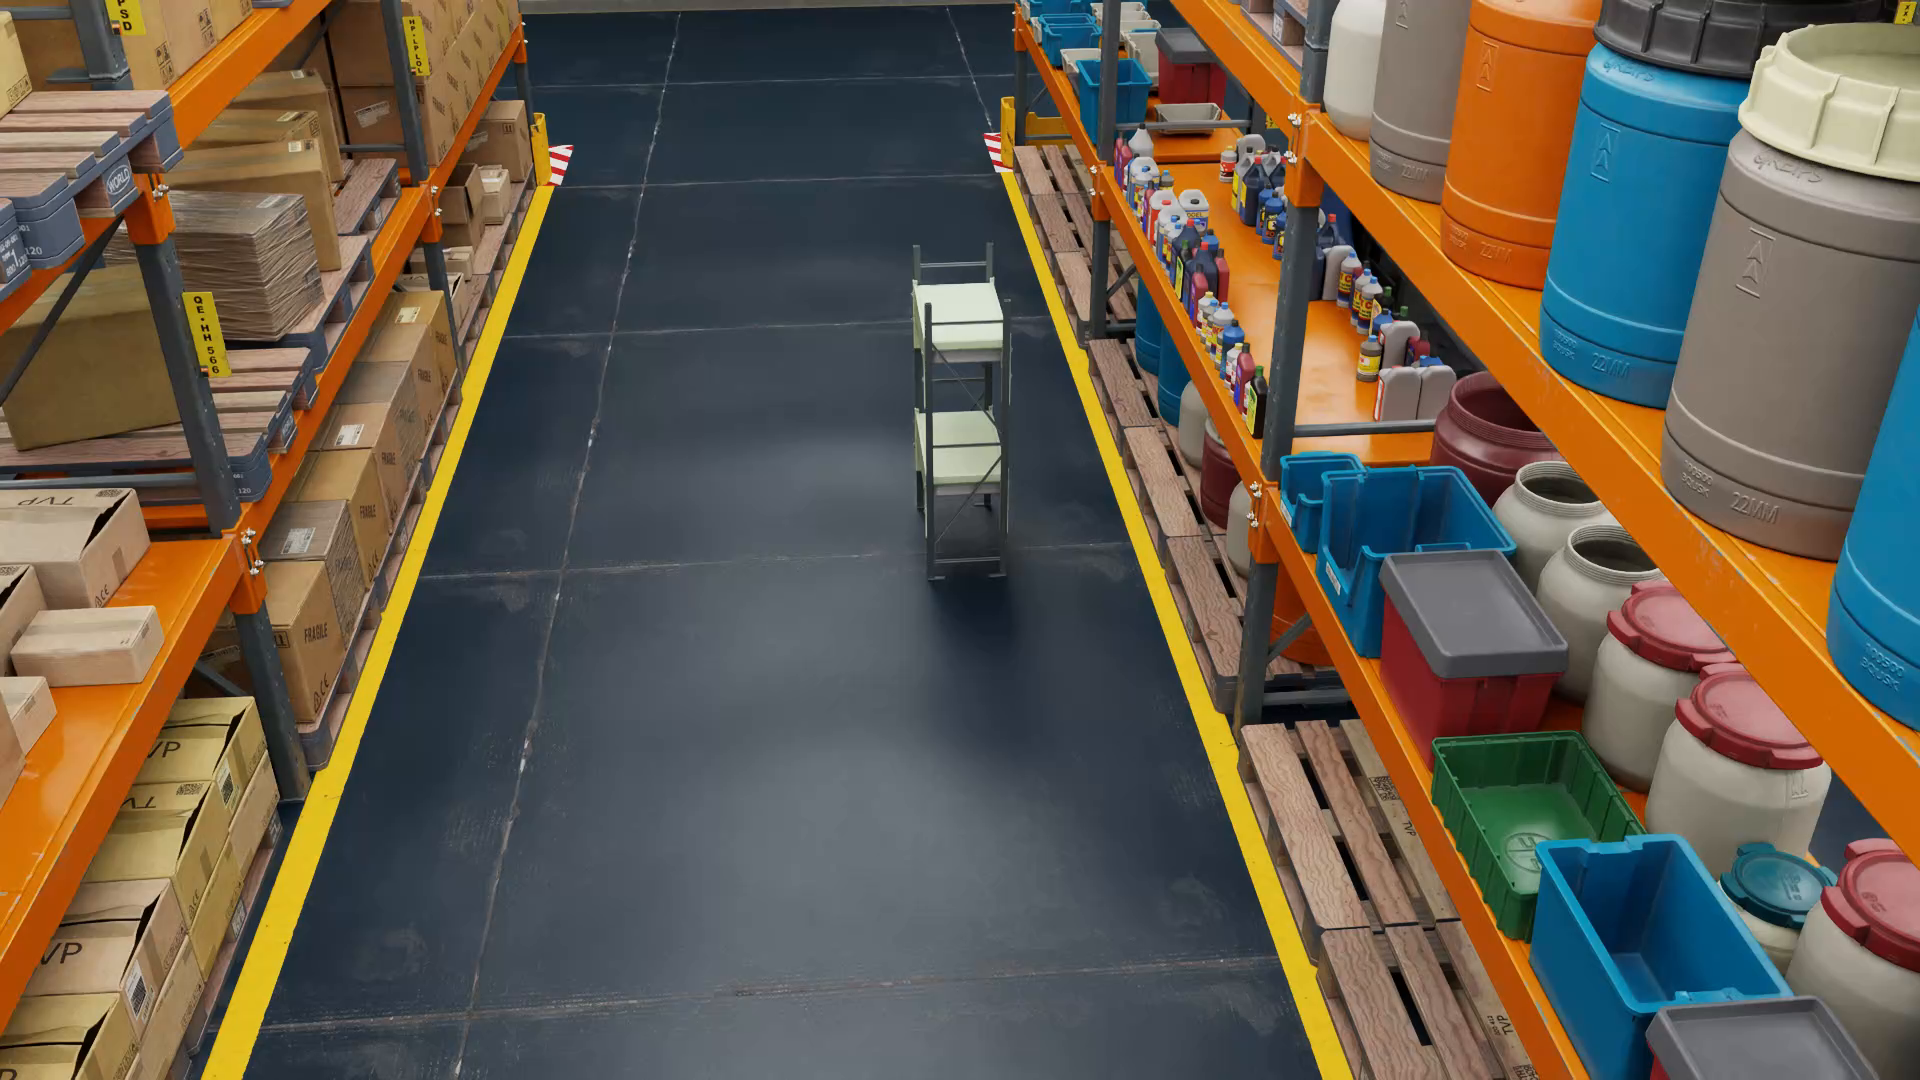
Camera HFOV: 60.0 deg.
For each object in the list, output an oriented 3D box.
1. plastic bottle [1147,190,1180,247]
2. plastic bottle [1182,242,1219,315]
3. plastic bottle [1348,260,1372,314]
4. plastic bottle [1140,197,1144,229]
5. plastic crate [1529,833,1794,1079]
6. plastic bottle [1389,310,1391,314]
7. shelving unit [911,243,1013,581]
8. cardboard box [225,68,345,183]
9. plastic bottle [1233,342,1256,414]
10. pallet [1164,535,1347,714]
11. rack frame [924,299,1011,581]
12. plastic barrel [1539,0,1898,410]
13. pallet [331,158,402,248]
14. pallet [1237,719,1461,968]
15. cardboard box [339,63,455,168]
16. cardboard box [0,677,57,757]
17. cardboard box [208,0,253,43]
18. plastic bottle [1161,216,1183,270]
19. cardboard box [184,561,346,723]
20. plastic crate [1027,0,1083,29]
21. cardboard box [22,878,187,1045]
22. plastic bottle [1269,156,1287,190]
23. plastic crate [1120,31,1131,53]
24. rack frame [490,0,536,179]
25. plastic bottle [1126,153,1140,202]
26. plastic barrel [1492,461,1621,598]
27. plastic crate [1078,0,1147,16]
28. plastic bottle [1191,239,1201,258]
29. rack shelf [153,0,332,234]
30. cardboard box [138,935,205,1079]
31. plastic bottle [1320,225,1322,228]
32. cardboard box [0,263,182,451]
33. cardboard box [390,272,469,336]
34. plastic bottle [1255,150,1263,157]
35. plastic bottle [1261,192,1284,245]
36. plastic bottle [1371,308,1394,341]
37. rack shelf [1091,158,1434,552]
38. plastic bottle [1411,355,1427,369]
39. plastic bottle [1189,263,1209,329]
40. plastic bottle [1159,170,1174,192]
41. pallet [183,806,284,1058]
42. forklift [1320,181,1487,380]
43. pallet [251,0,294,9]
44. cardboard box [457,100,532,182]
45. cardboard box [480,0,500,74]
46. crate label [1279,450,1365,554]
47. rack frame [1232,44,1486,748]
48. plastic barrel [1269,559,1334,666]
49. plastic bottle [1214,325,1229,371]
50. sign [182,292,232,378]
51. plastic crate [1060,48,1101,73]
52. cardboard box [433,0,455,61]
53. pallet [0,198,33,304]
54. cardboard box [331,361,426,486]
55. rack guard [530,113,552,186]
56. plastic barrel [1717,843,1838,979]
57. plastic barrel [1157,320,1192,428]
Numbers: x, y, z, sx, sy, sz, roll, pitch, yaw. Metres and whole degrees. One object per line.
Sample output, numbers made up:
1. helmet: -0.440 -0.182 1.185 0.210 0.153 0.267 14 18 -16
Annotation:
1. plastic bottle: 1.079 -1.699 8.791 0.152 0.276 0.135 -3 31 -5
2. plastic bottle: 1.160 -1.270 7.998 0.144 0.351 0.185 -3 31 -5
3. plastic bottle: 1.921 -1.216 7.975 0.061 0.283 0.133 -3 31 -5
4. plastic bottle: 1.029 -1.793 9.021 0.097 0.201 0.097 0 31 0
5. plastic crate: 1.663 1.063 4.061 0.392 0.384 0.575 -3 31 -5
6. plastic bottle: 1.945 -0.954 7.615 0.097 0.201 0.097 0 31 0
7. shelving unit: 0.001 -0.640 8.360 0.431 1.500 0.755 -3 31 -5
8. cardboard box: -3.782 -2.215 9.027 0.700 0.500 0.500 -13 33 -21
9. plastic bottle: 1.218 -0.692 7.097 0.061 0.283 0.133 -3 31 -5
10. pallet: 1.587 0.359 7.943 1.003 0.211 1.213 -3 31 -5
11. rack frame: 0.035 -0.454 8.047 0.400 1.500 0.023 -3 31 -5
12. plastic barrel: 1.690 -0.816 3.776 0.600 0.901 0.708 -3 31 -5
13. pallet: -3.637 -1.749 8.940 1.003 0.211 1.213 -3 31 -5
14. pallet: 1.736 1.157 6.608 1.003 0.211 1.213 -3 31 -5
15. cardboard box: -3.380 -2.561 10.015 0.500 0.500 0.500 -2 31 -3
16. cardboard box: -3.054 0.554 5.143 0.380 0.149 0.250 -1 31 -1
17. cardboard box: -3.400 -2.280 6.619 0.910 0.500 0.500 -3 31 -5
18. plastic bottle: 1.085 -1.519 8.493 0.097 0.271 0.097 0 31 0
19. cardboard box: -2.987 0.436 7.104 0.500 0.500 0.500 -1 31 -2
20. plastic crate: 0.712 -3.998 12.623 0.416 0.233 0.300 -3 31 -5
21. cardboard box: -2.836 1.336 5.314 0.500 0.311 0.500 -3 31 -5
22. plastic bottle: 1.758 -1.911 9.072 0.144 0.351 0.185 -3 31 -5
23. plastic crate: 1.321 -3.587 12.029 0.298 0.136 0.250 -3 31 -5
24. rack frame: -3.977 -4.287 13.002 1.000 3.000 0.127 -3 31 -5
25. plastic bottle: 0.989 -2.041 9.368 0.097 0.271 0.097 0 31 0
26. plastic barrel: 2.011 0.029 5.667 0.421 0.512 0.421 0 31 0
27. plastic crate: 1.172 -4.401 13.100 0.616 0.435 0.499 -3 31 -5
28. plastic bottle: 1.164 -1.323 8.153 0.061 0.283 0.133 -3 31 -5
29. rack shelf: -3.416 -2.202 7.288 1.077 0.370 4.000 -3 31 -5
30. cardboard box: -2.842 1.575 5.461 0.500 0.250 0.500 -2 31 -3
31. plastic bottle: 1.841 -1.520 8.563 0.097 0.201 0.097 0 31 0
32. cardboard box: -3.401 -0.742 6.560 0.700 0.500 0.500 -13 33 -21
33. cardboard box: -3.427 -1.504 10.536 0.500 0.311 0.500 -3 31 -5
34. plastic bottle: 1.726 -2.151 9.620 0.097 0.201 0.097 0 31 0
35. plastic bottle: 1.659 -1.711 8.815 0.097 0.271 0.097 0 31 0
36. plastic bottle: 1.897 -0.913 7.479 0.097 0.271 0.097 0 31 0
37. rack shelf: 1.516 -1.150 8.452 1.077 0.370 4.000 -3 31 -5
38. plastic bottle: 1.991 -0.699 7.189 0.097 0.201 0.097 0 31 0
39. plastic bottle: 1.133 -1.157 7.876 0.061 0.283 0.133 -3 31 -5
40. plastic bottle: 1.149 -1.969 9.315 0.097 0.201 0.097 0 31 0
41. pallet: -3.191 1.417 6.172 1.003 0.211 1.213 -3 31 -5
42. forklift: 3.007 -2.200 9.575 1.130 2.935 3.031 -4 31 -6
43. pallet: -3.512 -2.586 7.412 1.213 0.211 1.003 -3 31 -5
44. cardboard box: -3.681 -3.137 13.085 0.500 0.500 0.500 -3 31 -5
45. cardboard box: -3.571 -3.594 11.745 0.500 0.500 0.500 -3 31 -4
46. crate label: 1.369 -0.133 6.211 0.303 0.233 0.416 -3 31 -5
47. rack frame: 1.703 -0.438 6.558 1.000 3.000 0.127 -3 31 -5
48. plastic barrel: 1.640 0.065 7.423 0.600 0.830 0.708 -3 31 -5
49. plastic bottle: 1.199 -0.865 7.467 0.097 0.201 0.097 0 31 0
50. sign: -2.677 -0.728 5.914 0.100 0.325 0.005 -3 31 -5
51. plastic crate: 0.867 -3.267 11.493 0.293 0.136 0.466 -3 31 -5
52. cardboard box: -3.416 -3.234 10.167 0.500 0.500 0.500 -4 31 -6
53. pallet: -2.970 -0.496 3.914 1.003 0.211 1.213 -1 31 -2
54. cardboard box: -3.188 -0.613 8.860 0.500 0.500 0.500 -2 31 -4
55. rack guard: -3.970 -3.175 13.578 1.175 0.500 0.348 -3 31 -5
56. plastic barrel: 2.105 0.981 4.318 0.301 0.262 0.301 0 31 0
57. plastic barrel: 1.429 -1.119 9.336 0.600 0.901 0.708 -3 31 -5
